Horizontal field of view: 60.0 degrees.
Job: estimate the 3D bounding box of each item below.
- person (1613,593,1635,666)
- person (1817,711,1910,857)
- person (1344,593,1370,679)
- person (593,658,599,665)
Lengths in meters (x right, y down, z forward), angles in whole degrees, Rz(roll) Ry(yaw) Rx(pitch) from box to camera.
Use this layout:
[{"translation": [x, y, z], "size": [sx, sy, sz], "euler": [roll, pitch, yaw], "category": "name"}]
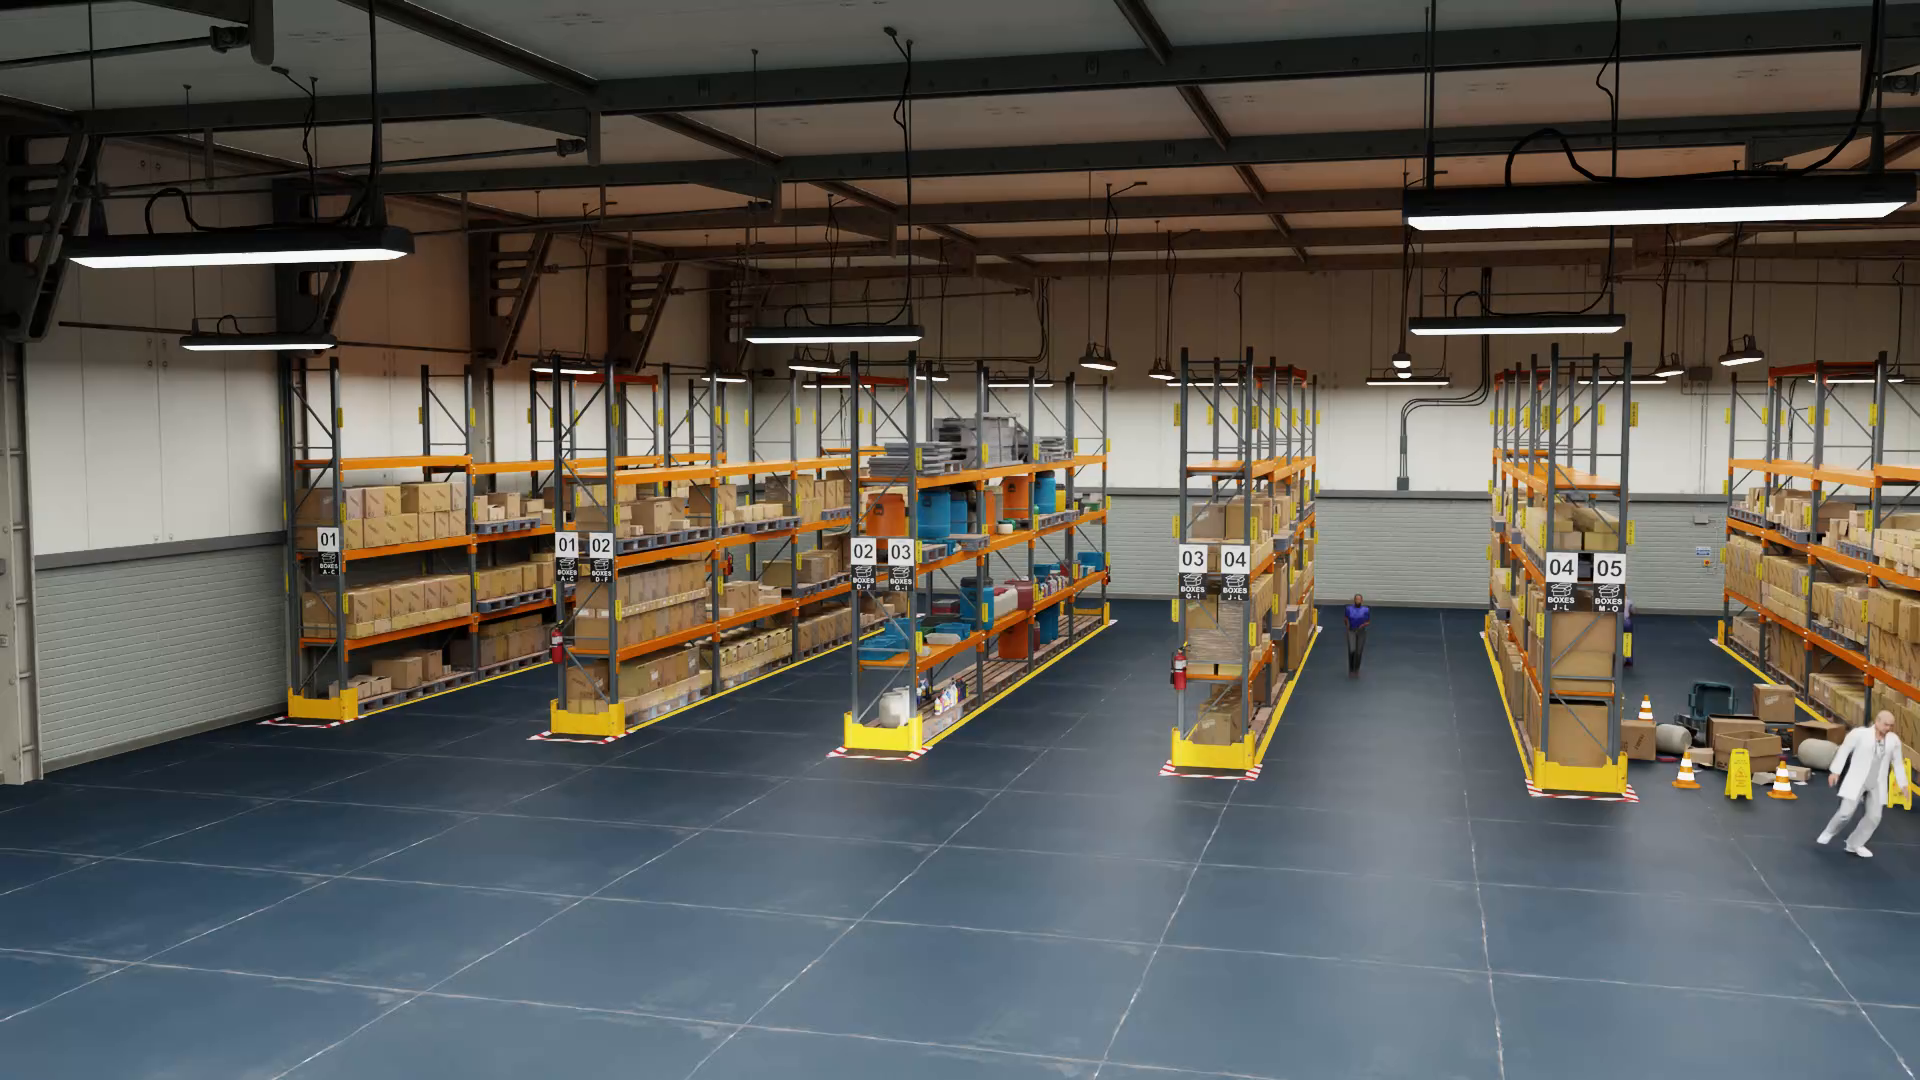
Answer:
[{"translation": [13.326, 1.766, 33.514], "size": [0.597, 1.594, 0.934], "euler": [0, 4, 4], "category": "person"}, {"translation": [10.302, 2.750, 18.973], "size": [0.841, 1.697, 0.654], "euler": [0, 4, 6], "category": "person"}, {"translation": [7.648, 1.856, 32.019], "size": [0.466, 1.655, 0.804], "euler": [1, 4, 7], "category": "person"}, {"translation": [-6.460, 1.964, 30.096], "size": [0.713, 1.746, 0.696], "euler": [1, 4, 12], "category": "person"}]
